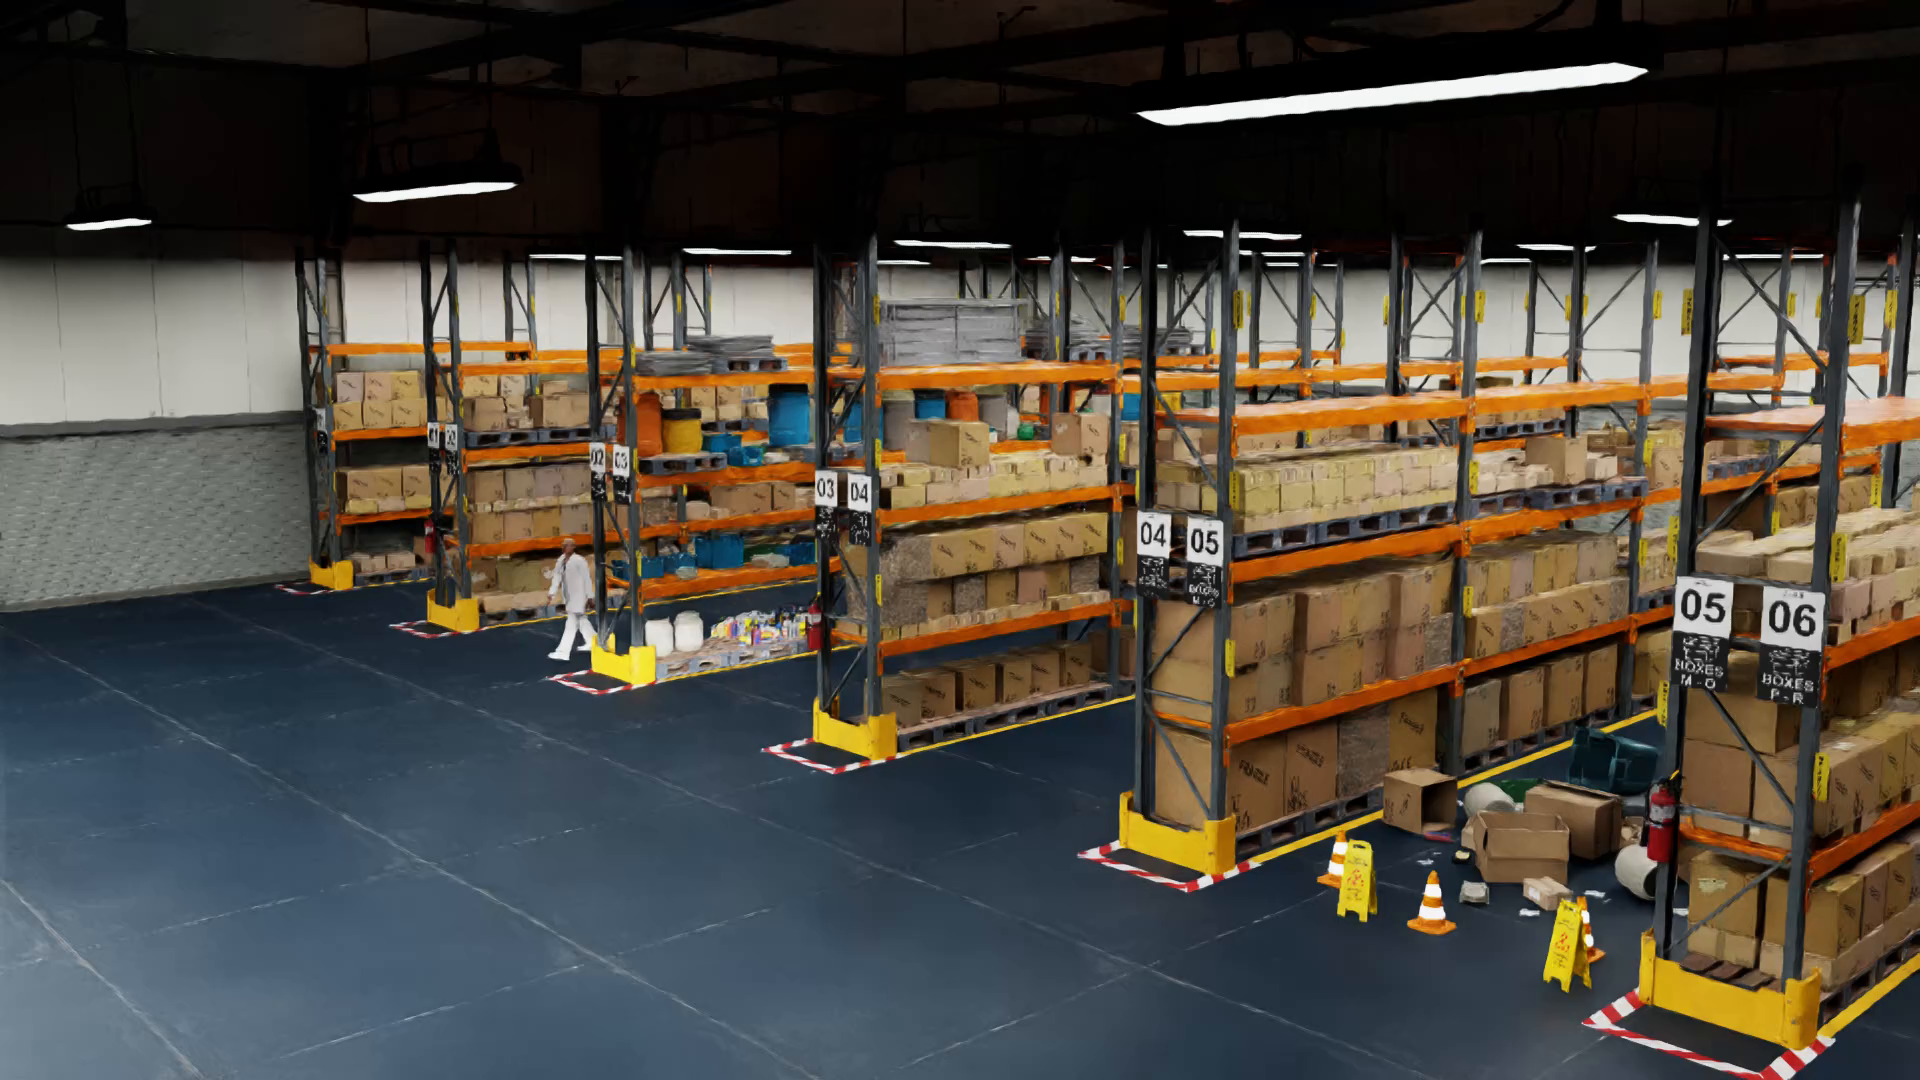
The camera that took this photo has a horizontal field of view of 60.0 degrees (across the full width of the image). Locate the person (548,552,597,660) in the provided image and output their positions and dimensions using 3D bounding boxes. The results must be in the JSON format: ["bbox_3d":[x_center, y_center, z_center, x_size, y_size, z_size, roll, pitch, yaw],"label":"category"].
[{"bbox_3d":[-5.583,0.912,23.855,0.580,1.517,1.103,7,11,39],"label":"person"}]
